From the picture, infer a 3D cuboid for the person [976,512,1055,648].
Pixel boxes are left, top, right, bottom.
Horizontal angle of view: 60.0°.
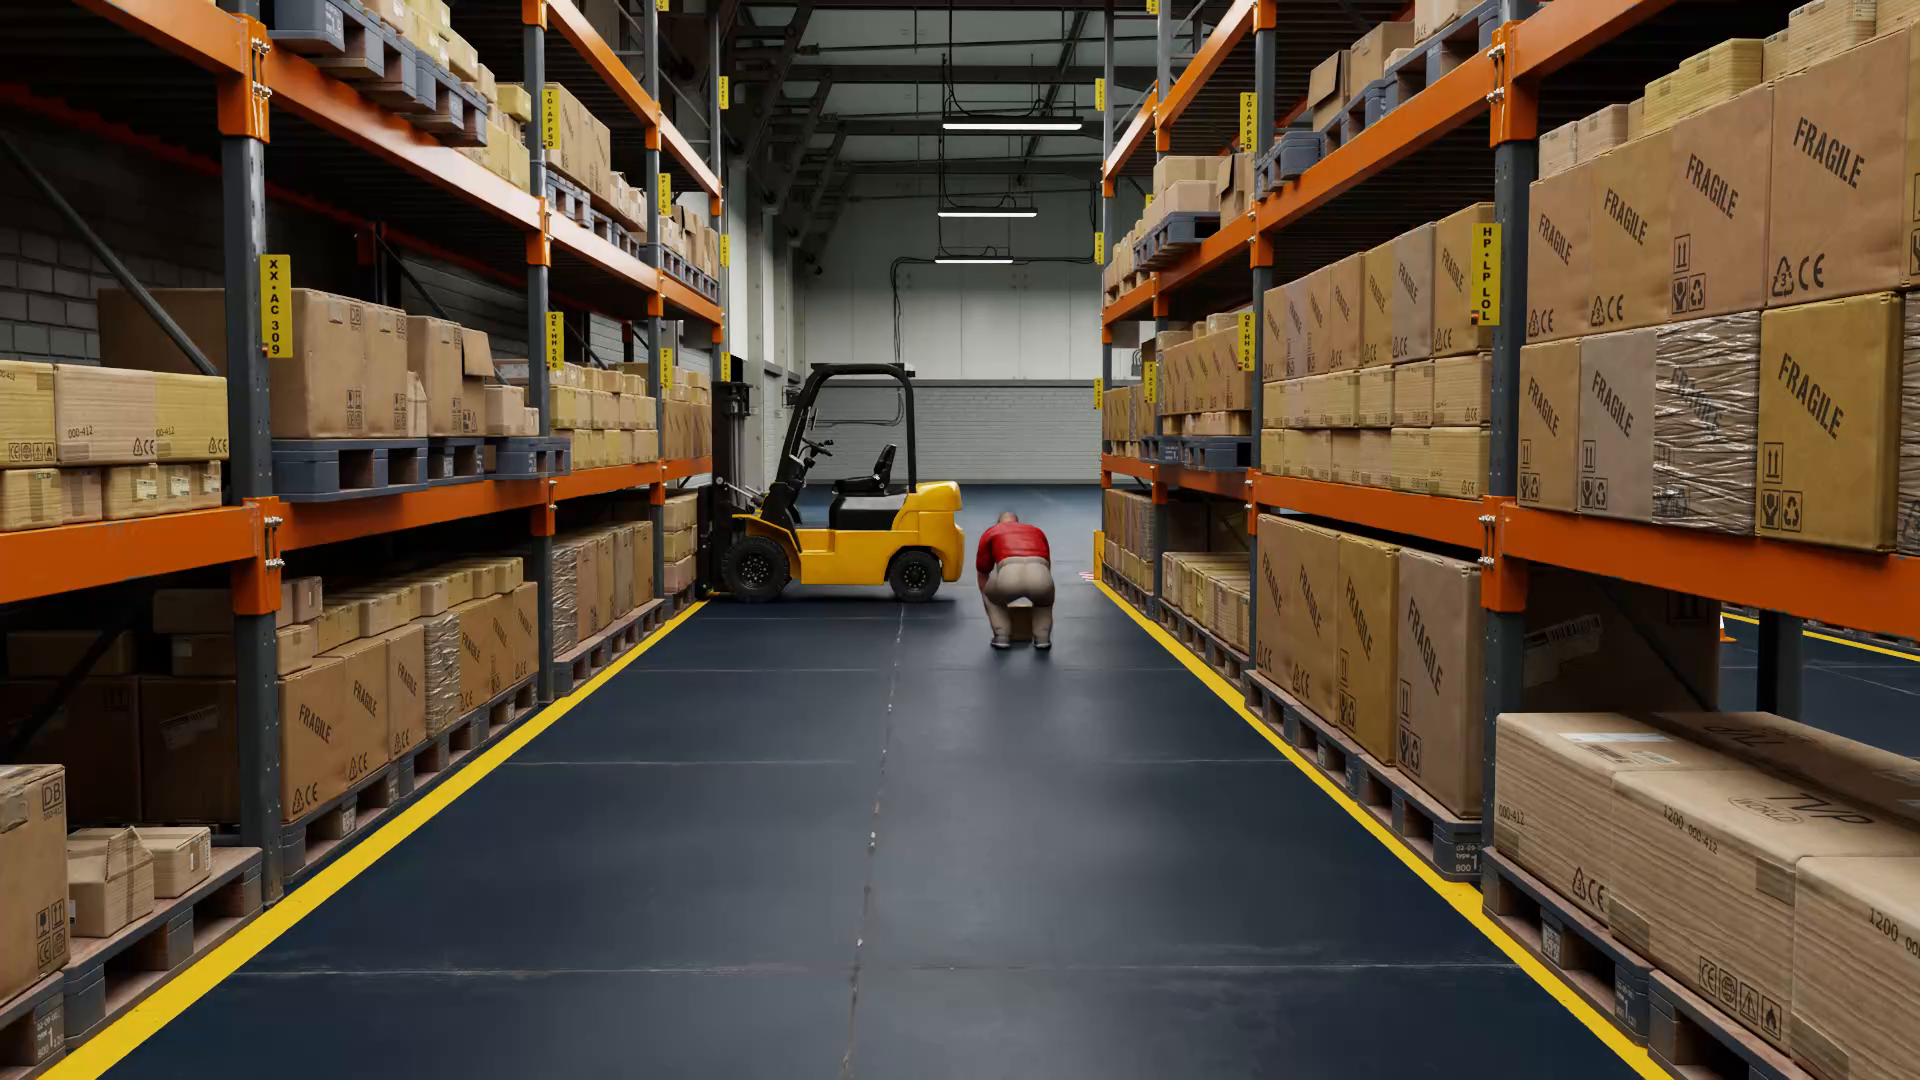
[{"bbox_3d":[0.407,0.288,11.997,0.571,0.948,0.886,0,4,-2],"label":"person"}]
